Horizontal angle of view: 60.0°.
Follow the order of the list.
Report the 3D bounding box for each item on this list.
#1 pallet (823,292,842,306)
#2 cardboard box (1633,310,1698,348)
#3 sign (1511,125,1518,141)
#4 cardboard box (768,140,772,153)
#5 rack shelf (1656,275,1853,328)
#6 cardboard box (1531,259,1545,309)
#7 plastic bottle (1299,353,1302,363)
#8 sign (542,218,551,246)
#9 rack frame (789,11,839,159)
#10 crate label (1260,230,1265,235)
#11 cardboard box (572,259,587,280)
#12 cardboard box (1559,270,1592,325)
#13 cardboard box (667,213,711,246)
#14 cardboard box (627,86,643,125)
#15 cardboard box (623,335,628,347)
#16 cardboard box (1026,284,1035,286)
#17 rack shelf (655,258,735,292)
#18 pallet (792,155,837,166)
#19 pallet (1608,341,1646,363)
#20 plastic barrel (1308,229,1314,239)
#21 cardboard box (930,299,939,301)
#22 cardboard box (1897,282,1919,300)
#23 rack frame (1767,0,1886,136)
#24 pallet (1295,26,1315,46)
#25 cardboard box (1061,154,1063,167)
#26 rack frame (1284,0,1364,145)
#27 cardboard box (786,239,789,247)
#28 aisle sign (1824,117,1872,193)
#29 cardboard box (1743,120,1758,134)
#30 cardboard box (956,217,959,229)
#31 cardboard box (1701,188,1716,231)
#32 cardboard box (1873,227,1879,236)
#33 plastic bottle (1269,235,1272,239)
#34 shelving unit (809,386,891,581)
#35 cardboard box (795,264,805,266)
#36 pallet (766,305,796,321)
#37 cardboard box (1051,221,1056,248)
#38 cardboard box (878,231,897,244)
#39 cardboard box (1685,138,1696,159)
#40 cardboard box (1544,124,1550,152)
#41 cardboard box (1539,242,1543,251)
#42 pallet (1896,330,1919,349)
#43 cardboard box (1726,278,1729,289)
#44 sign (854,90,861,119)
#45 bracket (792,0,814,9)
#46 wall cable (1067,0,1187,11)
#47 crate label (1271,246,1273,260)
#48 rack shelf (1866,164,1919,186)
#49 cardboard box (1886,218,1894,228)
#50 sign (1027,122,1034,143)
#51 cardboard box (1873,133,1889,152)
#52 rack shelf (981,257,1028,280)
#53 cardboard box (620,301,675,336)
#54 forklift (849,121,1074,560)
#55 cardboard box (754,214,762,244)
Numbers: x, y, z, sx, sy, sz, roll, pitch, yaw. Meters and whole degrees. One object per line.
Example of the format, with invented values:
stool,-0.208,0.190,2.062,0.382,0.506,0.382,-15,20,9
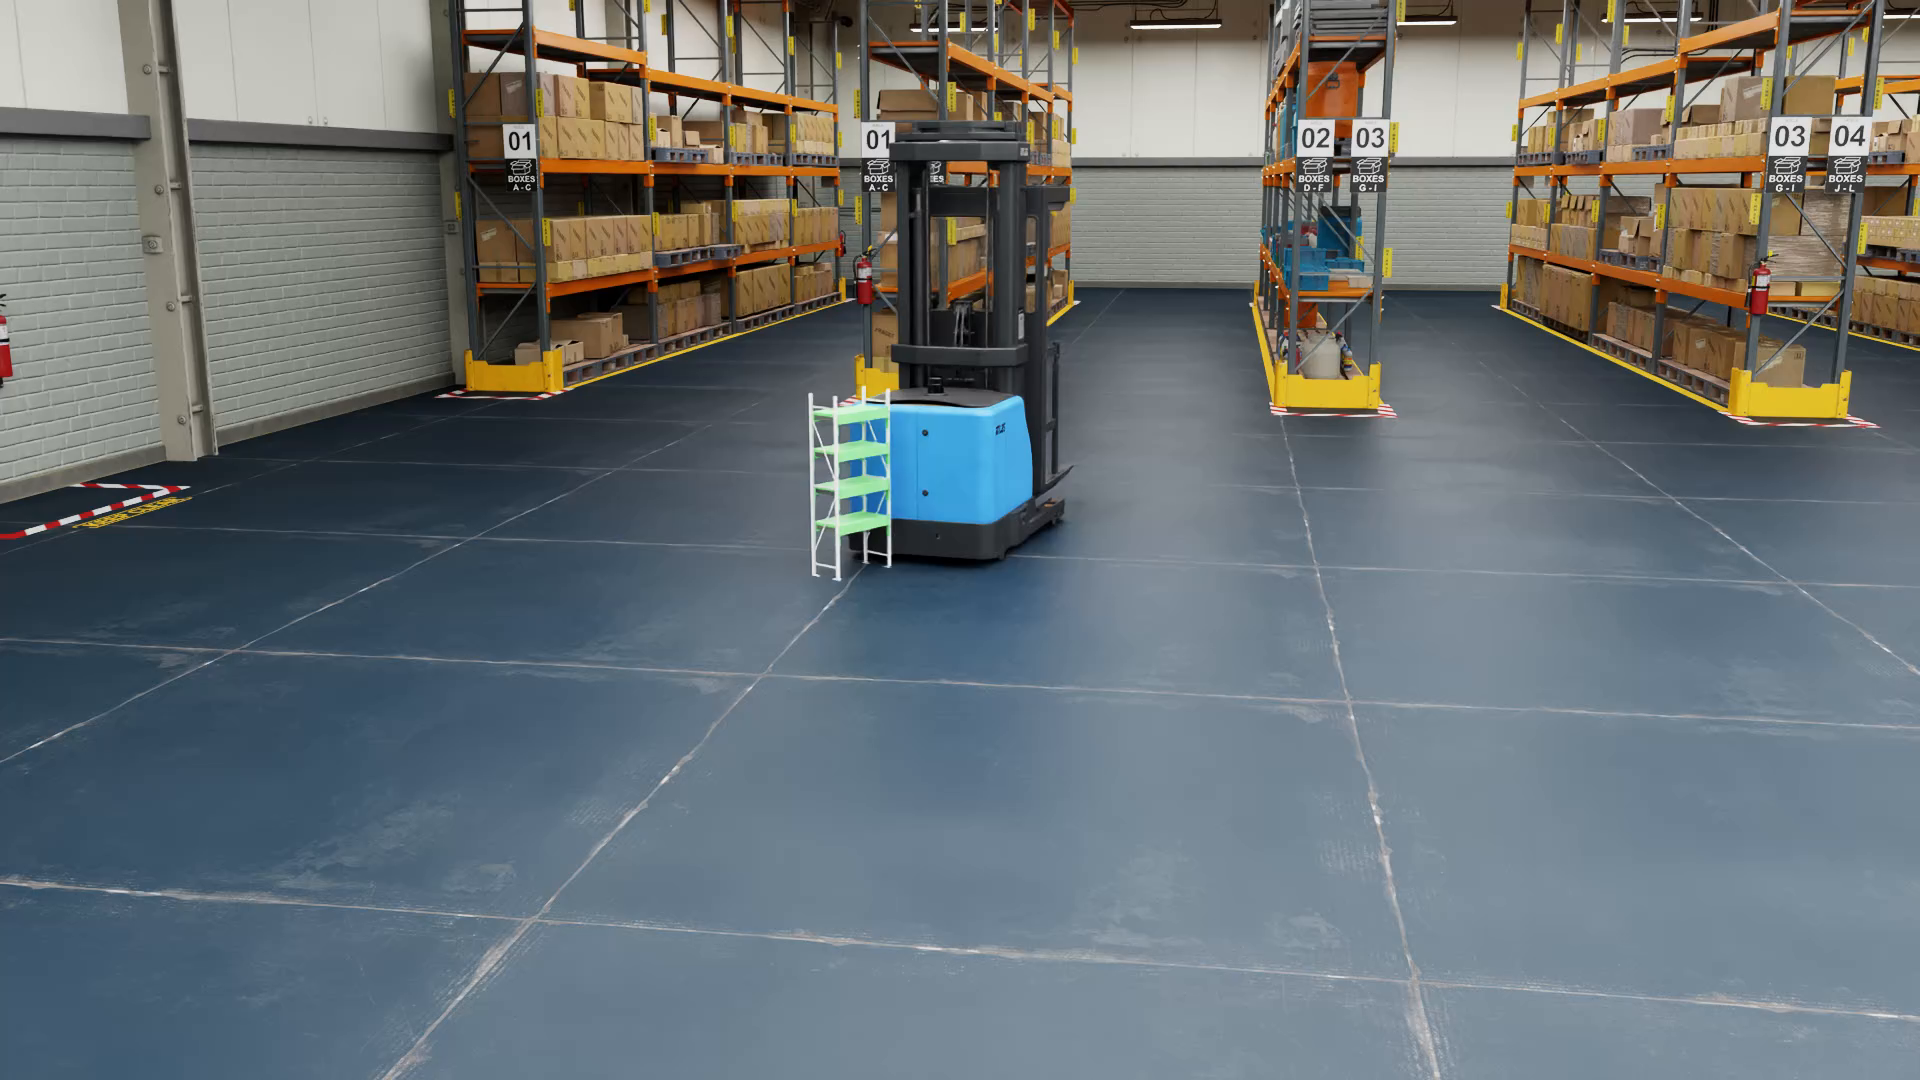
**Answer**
pallet,-3.124,-5.116,35.232,1.003,0.211,1.213,2,12,9
cardboard box,10.053,-3.004,23.702,0.700,0.500,0.500,1,12,4
sign,11.058,-8.118,33.161,0.100,0.325,0.005,2,12,9
cardboard box,-3.820,-7.613,32.200,0.500,0.250,0.500,2,12,9
rack shelf,9.452,-2.901,20.041,1.077,0.370,4.000,2,12,9
cardboard box,11.309,-4.823,31.299,0.875,0.875,0.875,2,12,9
plastic bottle,4.313,-2.321,21.239,0.097,0.201,0.097,0,12,0
sign,-5.003,-3.723,20.095,0.100,0.325,0.005,2,12,9
rack frame,-3.078,-9.581,35.090,1.000,3.000,0.127,2,12,9
crate label,6.348,-6.234,34.055,0.416,0.233,0.303,2,12,9
cardboard box,-5.084,-3.454,21.209,0.500,0.250,0.500,1,12,7
cardboard box,10.646,-3.996,27.464,1.225,0.875,0.875,2,12,9
cardboard box,-4.430,-5.032,26.939,0.700,0.500,0.500,1,12,3
cardboard box,-4.733,-6.051,23.173,0.500,0.500,0.500,1,12,4
cardboard box,-4.976,-2.868,23.862,0.380,0.166,0.250,0,12,1
cardboard box,1.247,-4.330,29.854,0.500,0.500,0.500,2,12,9
rack shelf,-4.616,-4.215,26.139,1.077,0.370,4.000,2,12,9
pallet,-3.182,-7.917,34.698,1.003,0.211,1.213,2,12,9
pallet,10.063,-2.722,24.125,1.003,0.211,1.213,2,12,9
plastic barrel,5.533,-4.496,25.468,0.421,0.512,0.421,0,12,0
cardboard box,-0.478,-3.028,22.672,0.500,0.500,0.500,2,12,9
cardboard box,15.173,-3.926,26.247,0.500,0.250,0.500,2,12,9
rack frame,9.144,-5.769,17.402,1.000,3.000,0.127,2,12,9
pallet,4.581,-6.047,20.090,1.003,0.211,1.213,2,12,9
cardboard box,1.754,-7.454,32.698,0.500,0.250,0.500,2,12,9
rack frame,4.865,-6.762,22.010,1.000,3.000,0.127,2,12,9
cardboard box,-3.466,-5.623,31.514,0.380,0.149,0.250,2,12,9
aisle sign,9.431,-4.084,17.655,0.394,0.787,0.004,2,12,9
cardboard box,8.968,-4.603,18.521,0.380,0.149,0.250,1,12,6
cardboard box,-0.399,-4.163,20.875,0.700,0.500,0.500,2,12,9
cardboard box,9.220,-3.954,19.903,0.500,0.500,0.500,2,12,9
cardboard box,15.163,-5.040,27.153,0.380,0.149,0.250,2,12,8
plastic bottle,5.597,-5.347,29.963,0.061,0.283,0.133,2,12,9
shelving unit,-0.715,-0.376,10.892,0.258,1.200,0.503,10,16,39
cardboard box,-3.420,-5.622,34.356,0.380,0.149,0.250,2,12,9
pallet,-3.738,-4.289,31.396,1.003,0.211,1.213,2,12,9
cardboard box,1.550,-5.802,31.558,0.500,0.500,0.500,2,12,10
cardboard box,-0.773,-3.610,19.845,0.380,0.149,0.250,2,12,8
cardboard box,9.361,-4.866,20.689,0.500,0.250,0.500,2,12,8
cardboard box,11.138,-7.380,30.527,0.700,0.500,0.500,3,12,12
cardboard box,10.752,-5.339,30.244,0.380,0.149,0.250,2,12,10
pallet,15.382,-3.119,25.966,1.003,0.211,1.213,2,12,9
cardboard box,9.144,-2.987,19.331,0.380,0.149,0.250,2,12,9
sign,-1.178,-5.039,19.221,0.100,0.325,0.005,2,12,9
bracket,-3.630,-11.293,34.490,0.076,0.066,4.783,2,12,9
wall cable,3.876,-13.733,38.944,3.097,2.526,0.112,2,12,9
crate label,5.045,-4.505,26.173,0.303,0.233,0.416,2,12,9
rack shelf,15.568,-5.851,26.609,1.077,0.370,4.000,2,12,9
cardboard box,15.084,-5.079,26.628,0.380,0.149,0.250,2,12,11
sign,1.134,-6.561,26.784,0.100,0.325,0.005,2,12,9
cardboard box,15.532,-6.604,27.612,0.500,0.311,0.500,2,12,8
rack shelf,0.279,-4.055,25.398,1.077,0.370,4.000,2,12,9
cardboard box,-4.797,-3.406,25.569,0.700,0.500,0.500,2,12,8
forklift,0.169,-1.564,12.293,1.130,2.935,3.031,4,13,17
cardboard box,-3.814,-5.492,29.365,0.500,0.500,0.500,2,12,8
